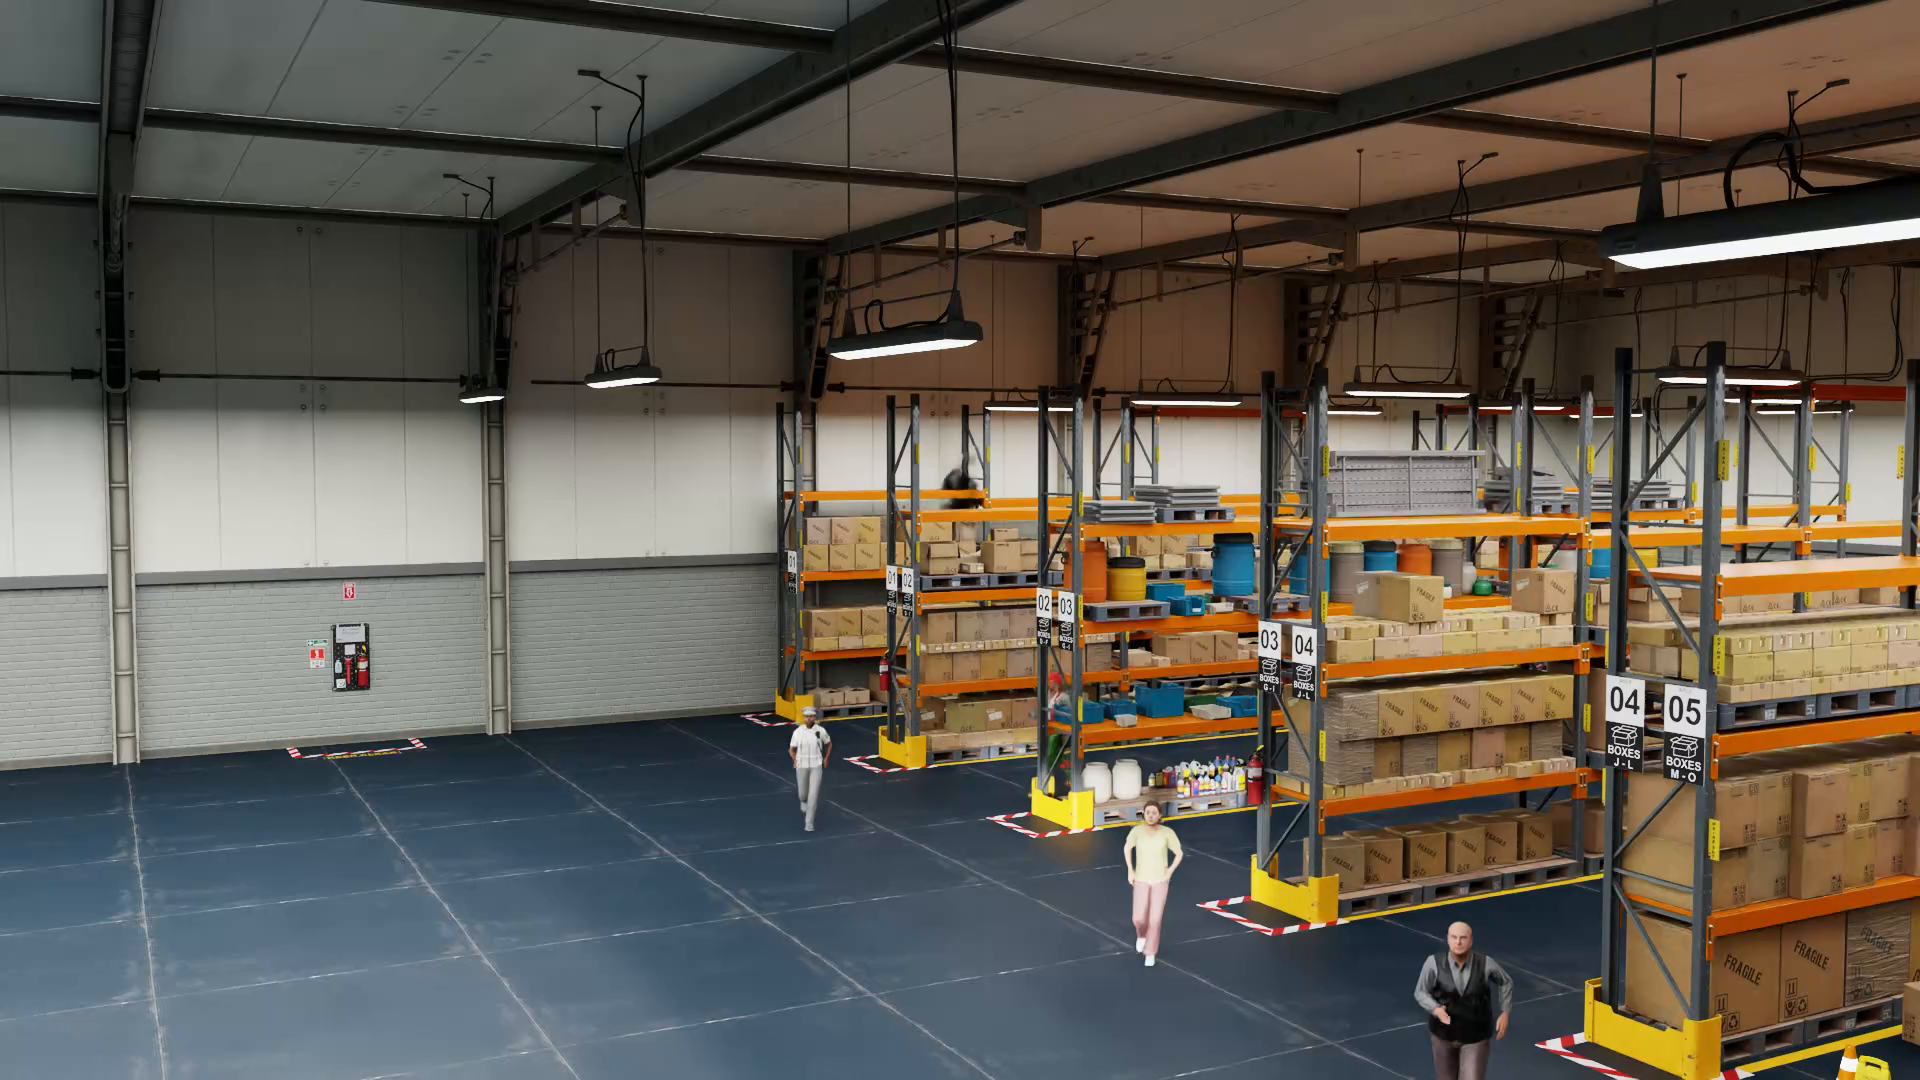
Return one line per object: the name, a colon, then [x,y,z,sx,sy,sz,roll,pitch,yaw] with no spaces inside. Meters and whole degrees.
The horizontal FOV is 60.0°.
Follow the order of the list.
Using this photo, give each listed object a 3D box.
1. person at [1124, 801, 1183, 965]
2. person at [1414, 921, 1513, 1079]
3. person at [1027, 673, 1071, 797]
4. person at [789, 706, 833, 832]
person: [1.928,3.409,16.611,0.593,1.638,0.538,1,3,11]
person: [3.621,3.647,12.012,0.665,1.805,0.746,1,3,22]
person: [1.378,2.858,24.581,0.987,1.786,0.656,-2,4,-33]
person: [-2.019,3.067,22.542,0.593,1.660,0.768,0,3,-3]
